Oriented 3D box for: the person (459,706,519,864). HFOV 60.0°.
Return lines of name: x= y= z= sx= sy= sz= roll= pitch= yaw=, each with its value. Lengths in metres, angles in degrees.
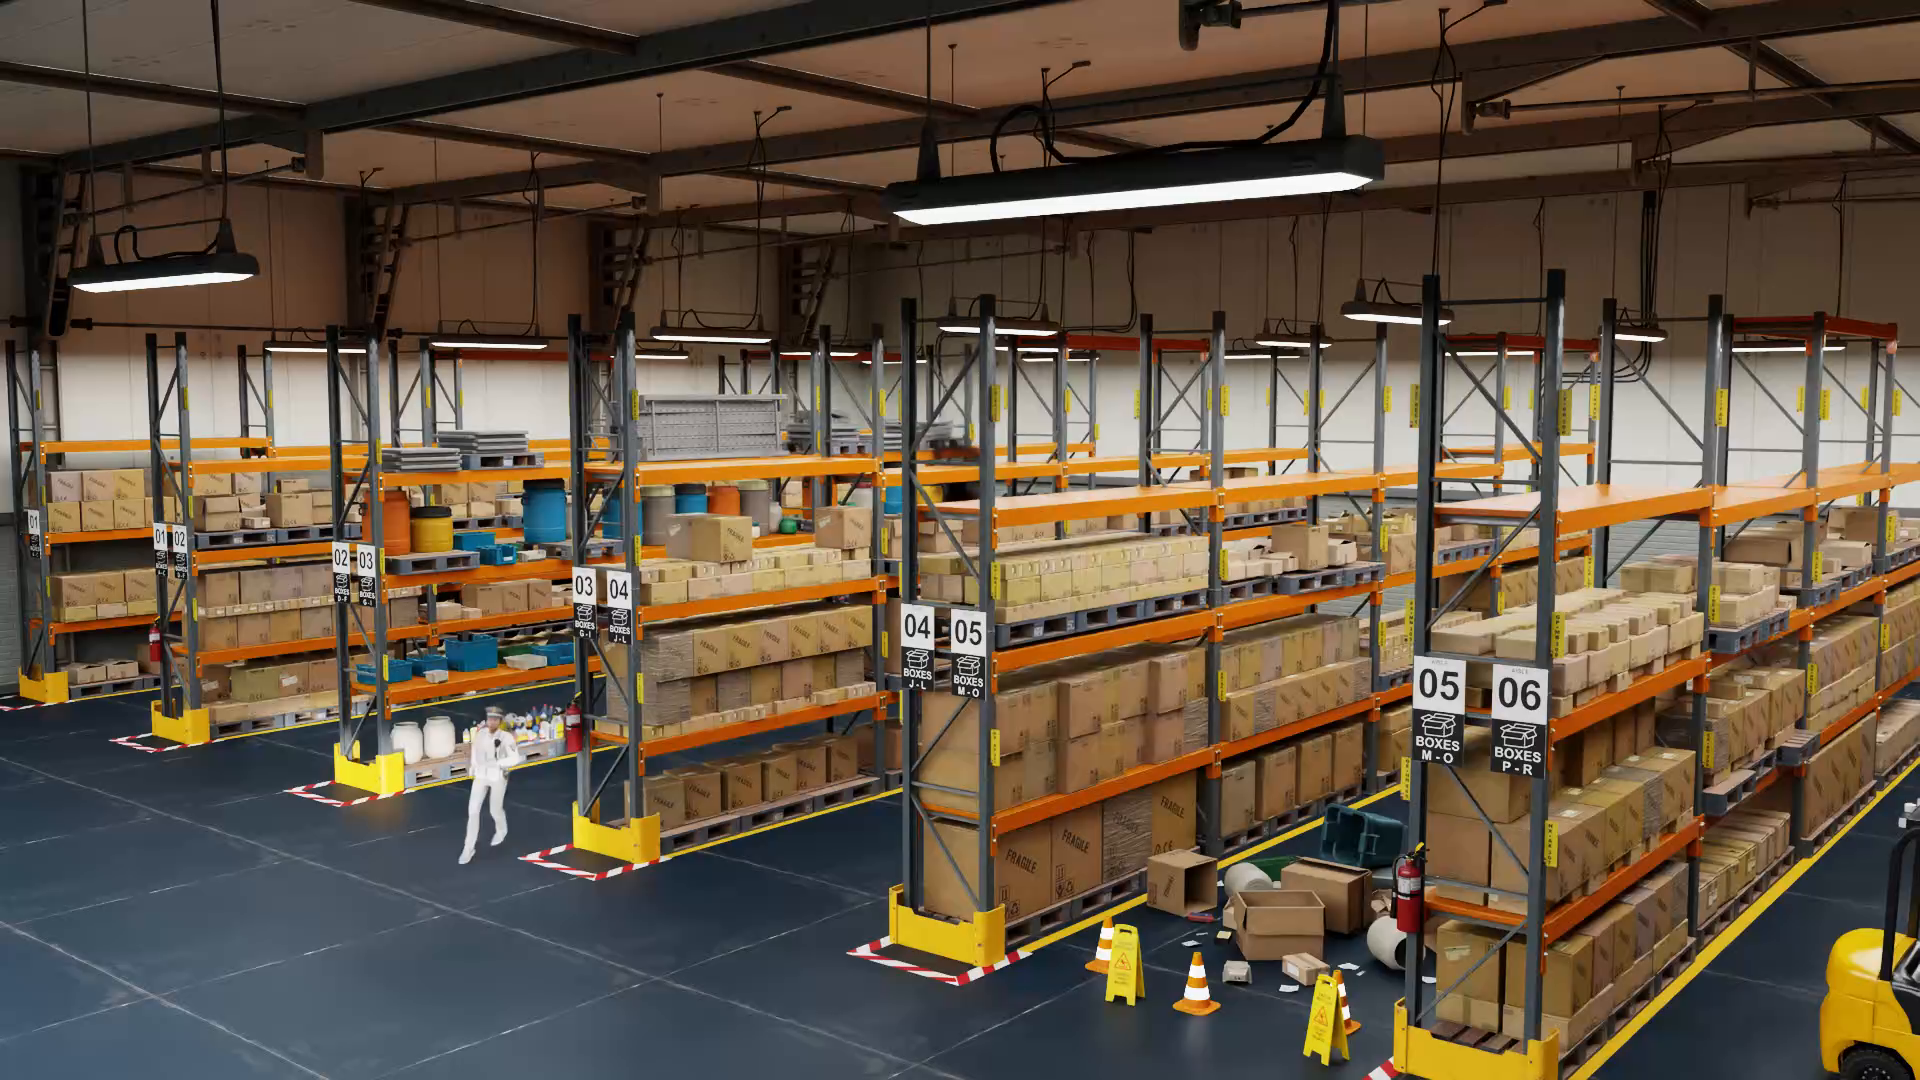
person: x=-5.168 y=2.653 z=18.406 sx=0.628 sy=1.672 sz=0.938 roll=1 pitch=5 yaw=7
